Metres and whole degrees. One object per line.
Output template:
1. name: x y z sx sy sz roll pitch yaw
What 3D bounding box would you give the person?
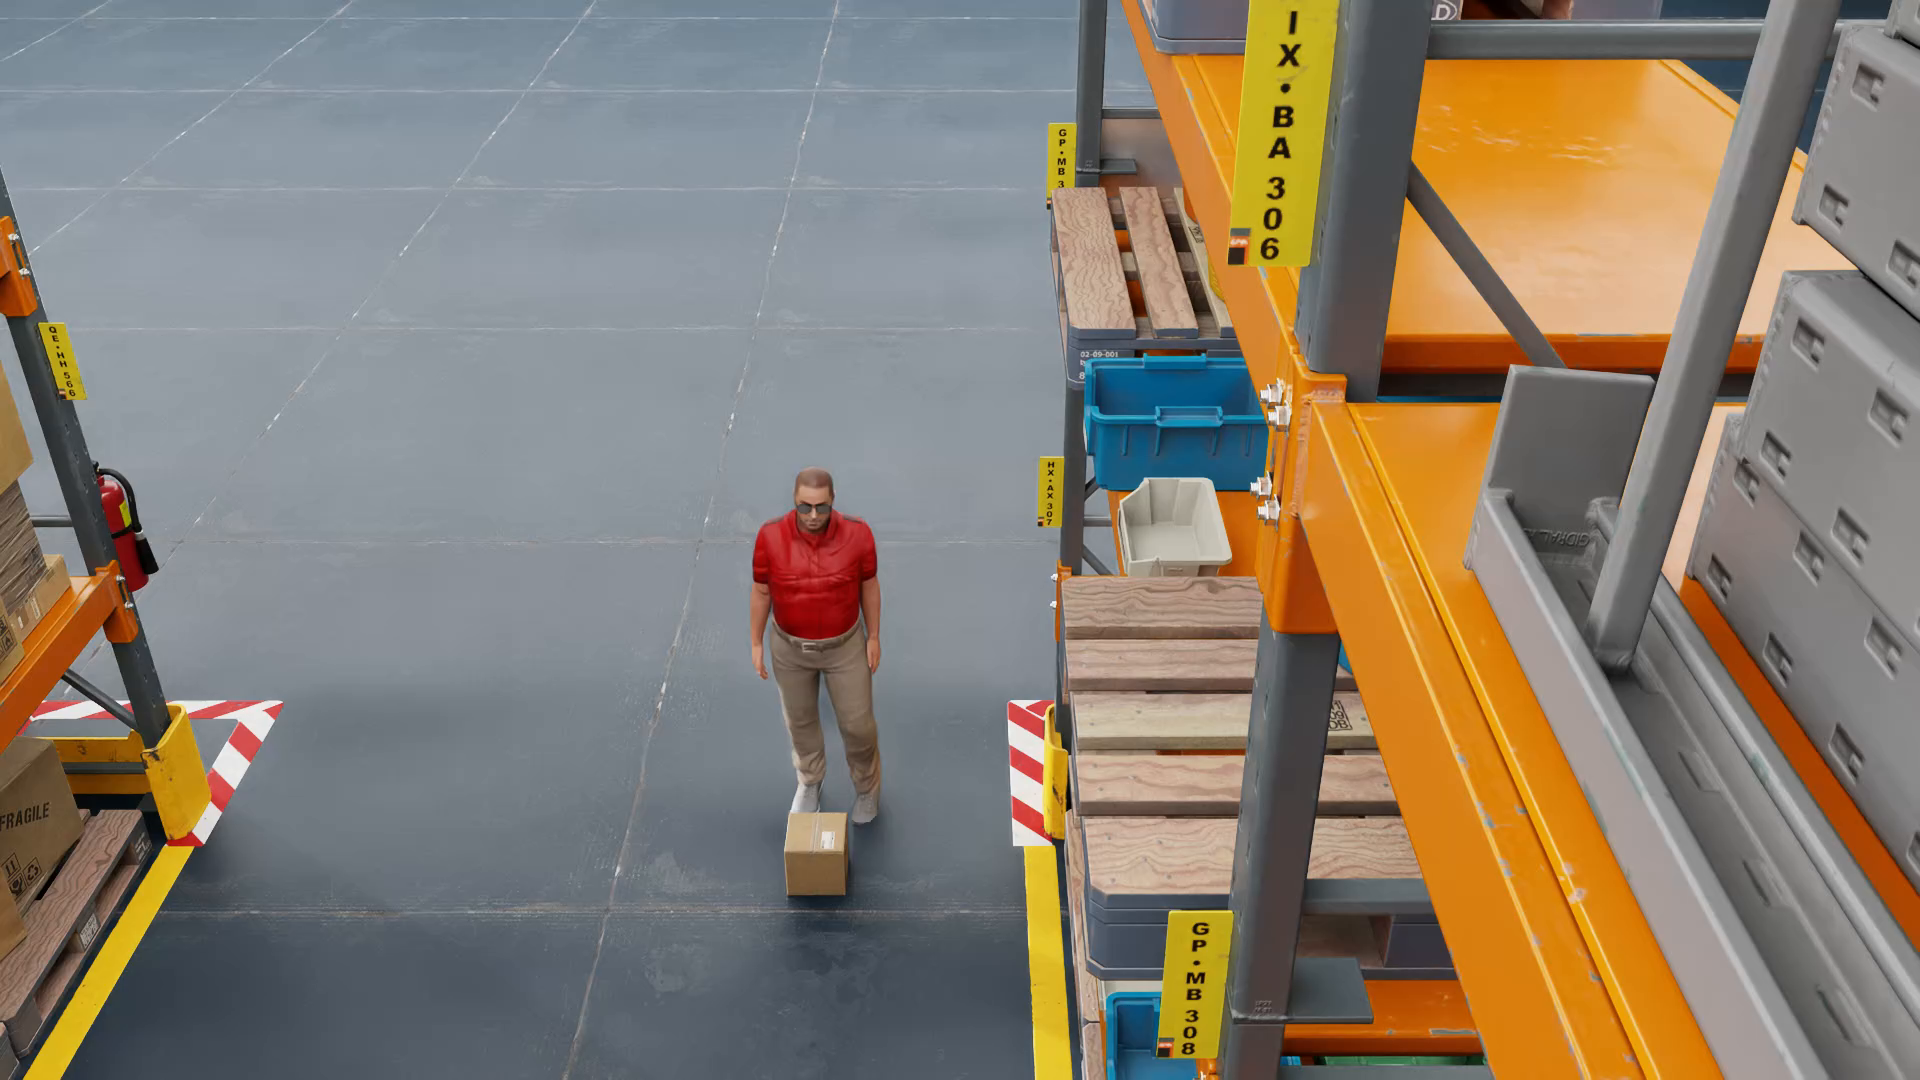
1. person: -0.616 0.534 7.205 0.535 1.670 0.354 0 31 0
